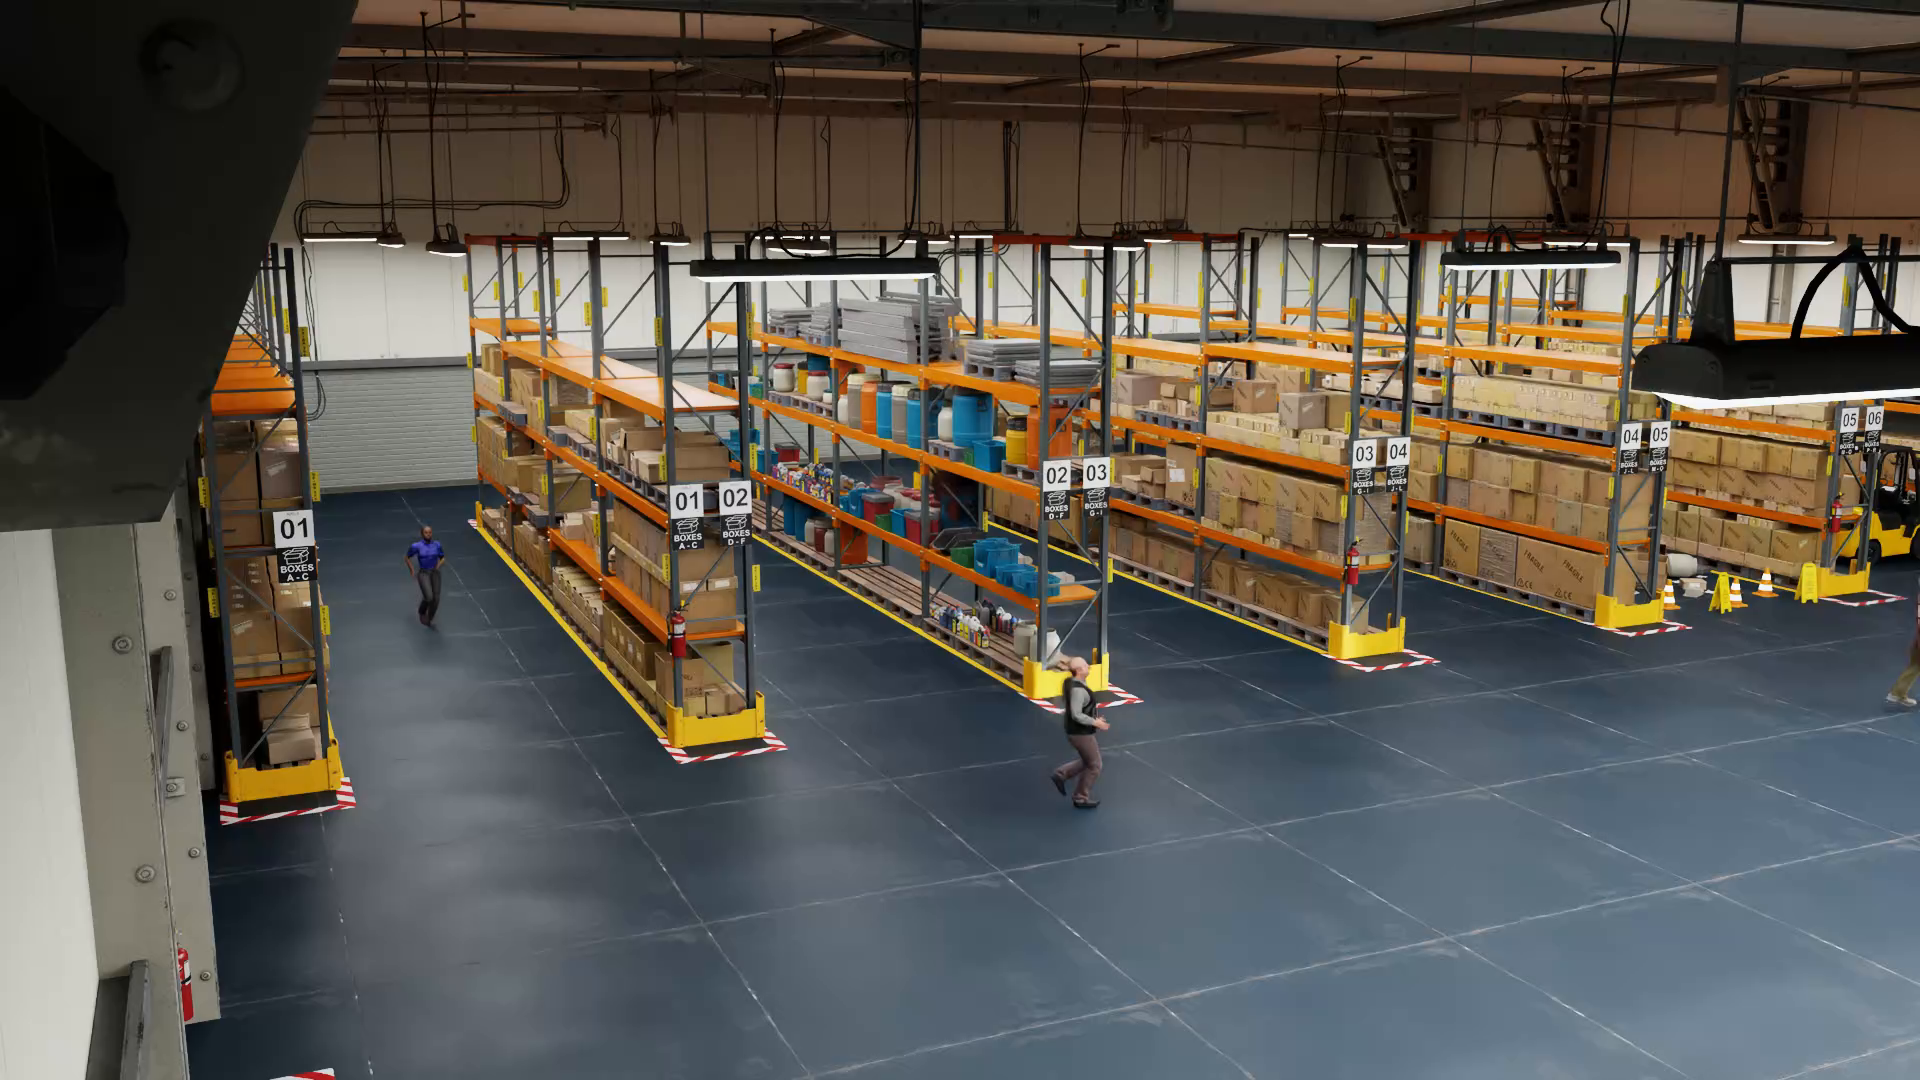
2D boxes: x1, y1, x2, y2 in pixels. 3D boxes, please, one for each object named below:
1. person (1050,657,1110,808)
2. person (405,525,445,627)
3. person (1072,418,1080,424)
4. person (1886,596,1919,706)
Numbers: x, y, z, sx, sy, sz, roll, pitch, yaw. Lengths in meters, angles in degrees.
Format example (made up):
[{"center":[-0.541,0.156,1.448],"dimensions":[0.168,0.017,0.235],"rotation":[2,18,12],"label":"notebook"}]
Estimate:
[{"center":[1.294,2.079,18.011],"dimensions":[0.609,1.672,0.657],"rotation":[-1,11,-3],"label":"person"},{"center":[-8.249,0.589,25.845],"dimensions":[0.557,1.596,0.592],"rotation":[-8,14,-36],"label":"person"},{"center":[2.590,-2.079,39.557],"dimensions":[0.690,1.672,0.762],"rotation":[-4,12,-18],"label":"person"},{"center":[12.504,1.360,21.479],"dimensions":[0.825,1.842,0.668],"rotation":[1,11,7],"label":"person"}]
